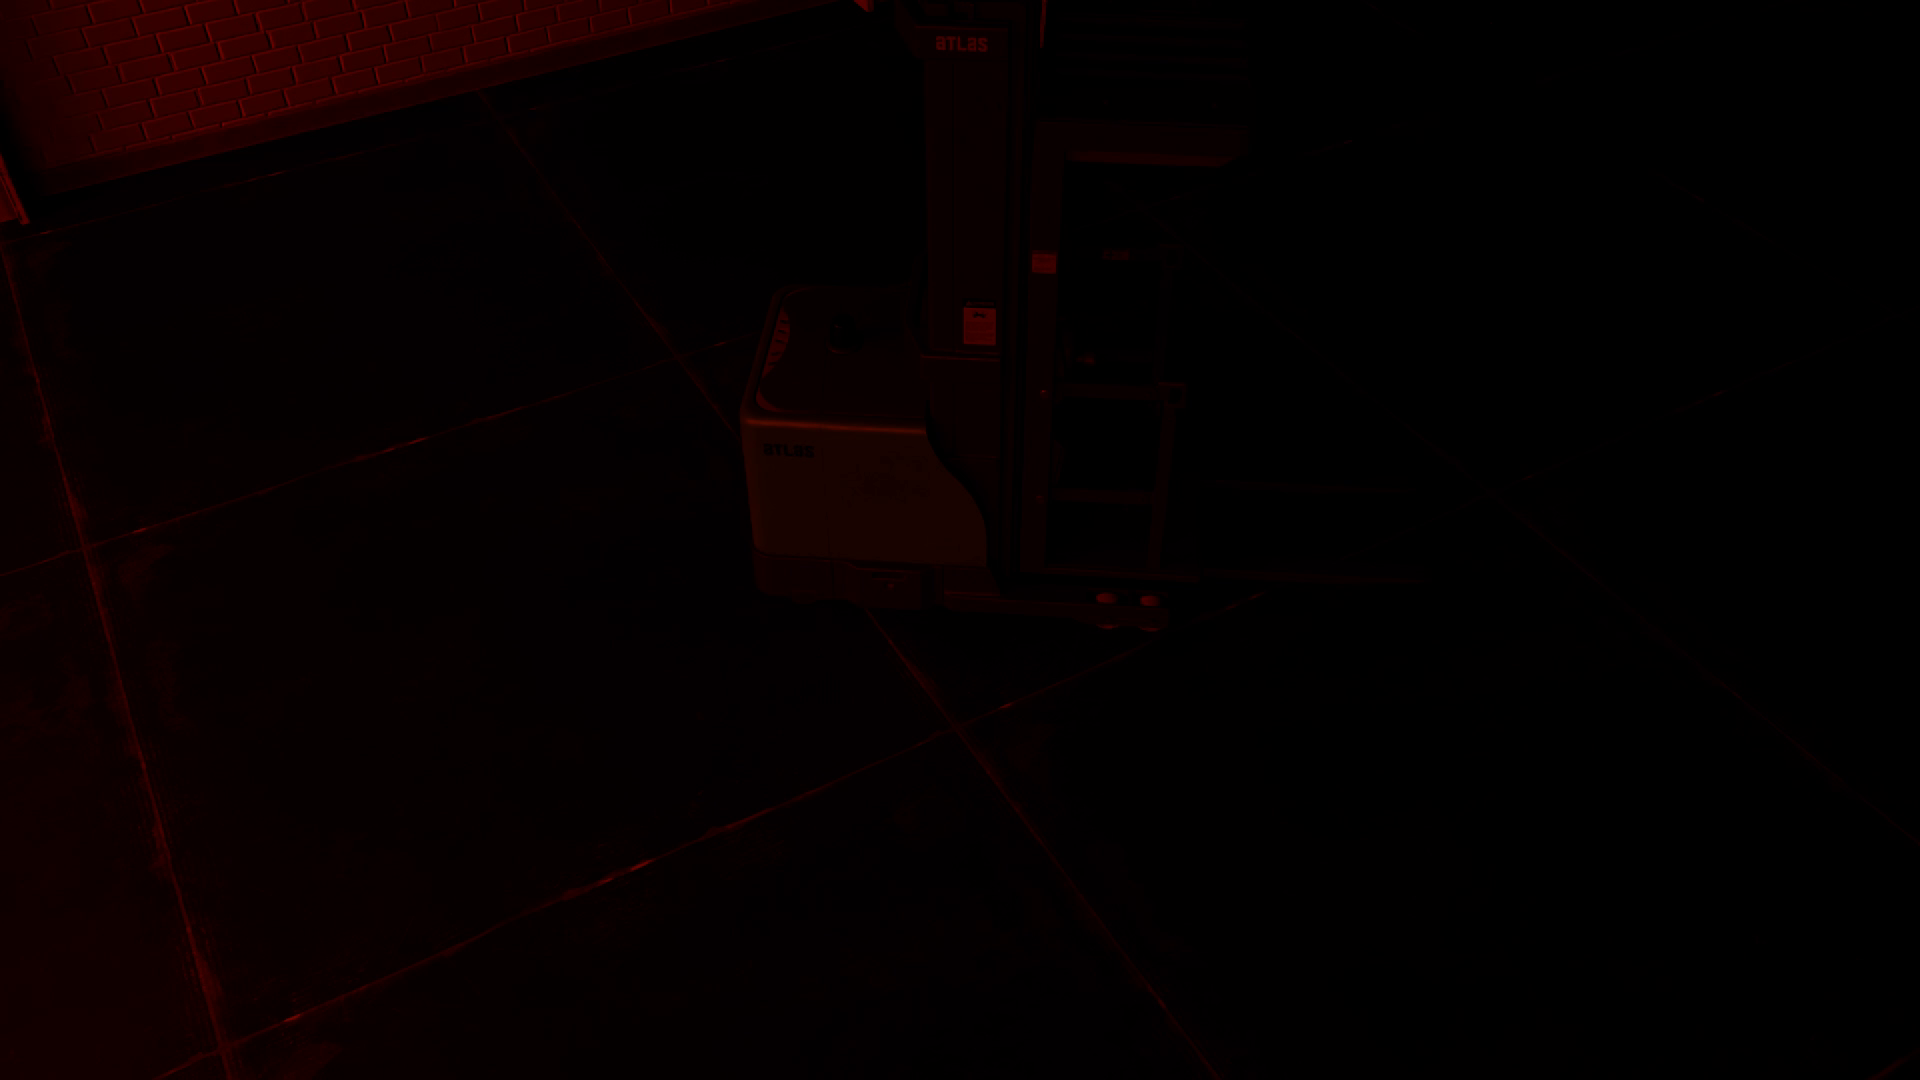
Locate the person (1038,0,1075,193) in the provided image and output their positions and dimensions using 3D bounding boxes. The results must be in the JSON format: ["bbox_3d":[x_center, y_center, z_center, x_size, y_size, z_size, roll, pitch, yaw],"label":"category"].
[{"bbox_3d":[0.429,-2.745,9.605,0.529,1.654,0.380,5,43,6],"label":"person"}]

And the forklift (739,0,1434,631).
[{"bbox_3d":[0.611,-1.047,6.826,3.031,2.935,1.130,3,43,3],"label":"forklift"}]
